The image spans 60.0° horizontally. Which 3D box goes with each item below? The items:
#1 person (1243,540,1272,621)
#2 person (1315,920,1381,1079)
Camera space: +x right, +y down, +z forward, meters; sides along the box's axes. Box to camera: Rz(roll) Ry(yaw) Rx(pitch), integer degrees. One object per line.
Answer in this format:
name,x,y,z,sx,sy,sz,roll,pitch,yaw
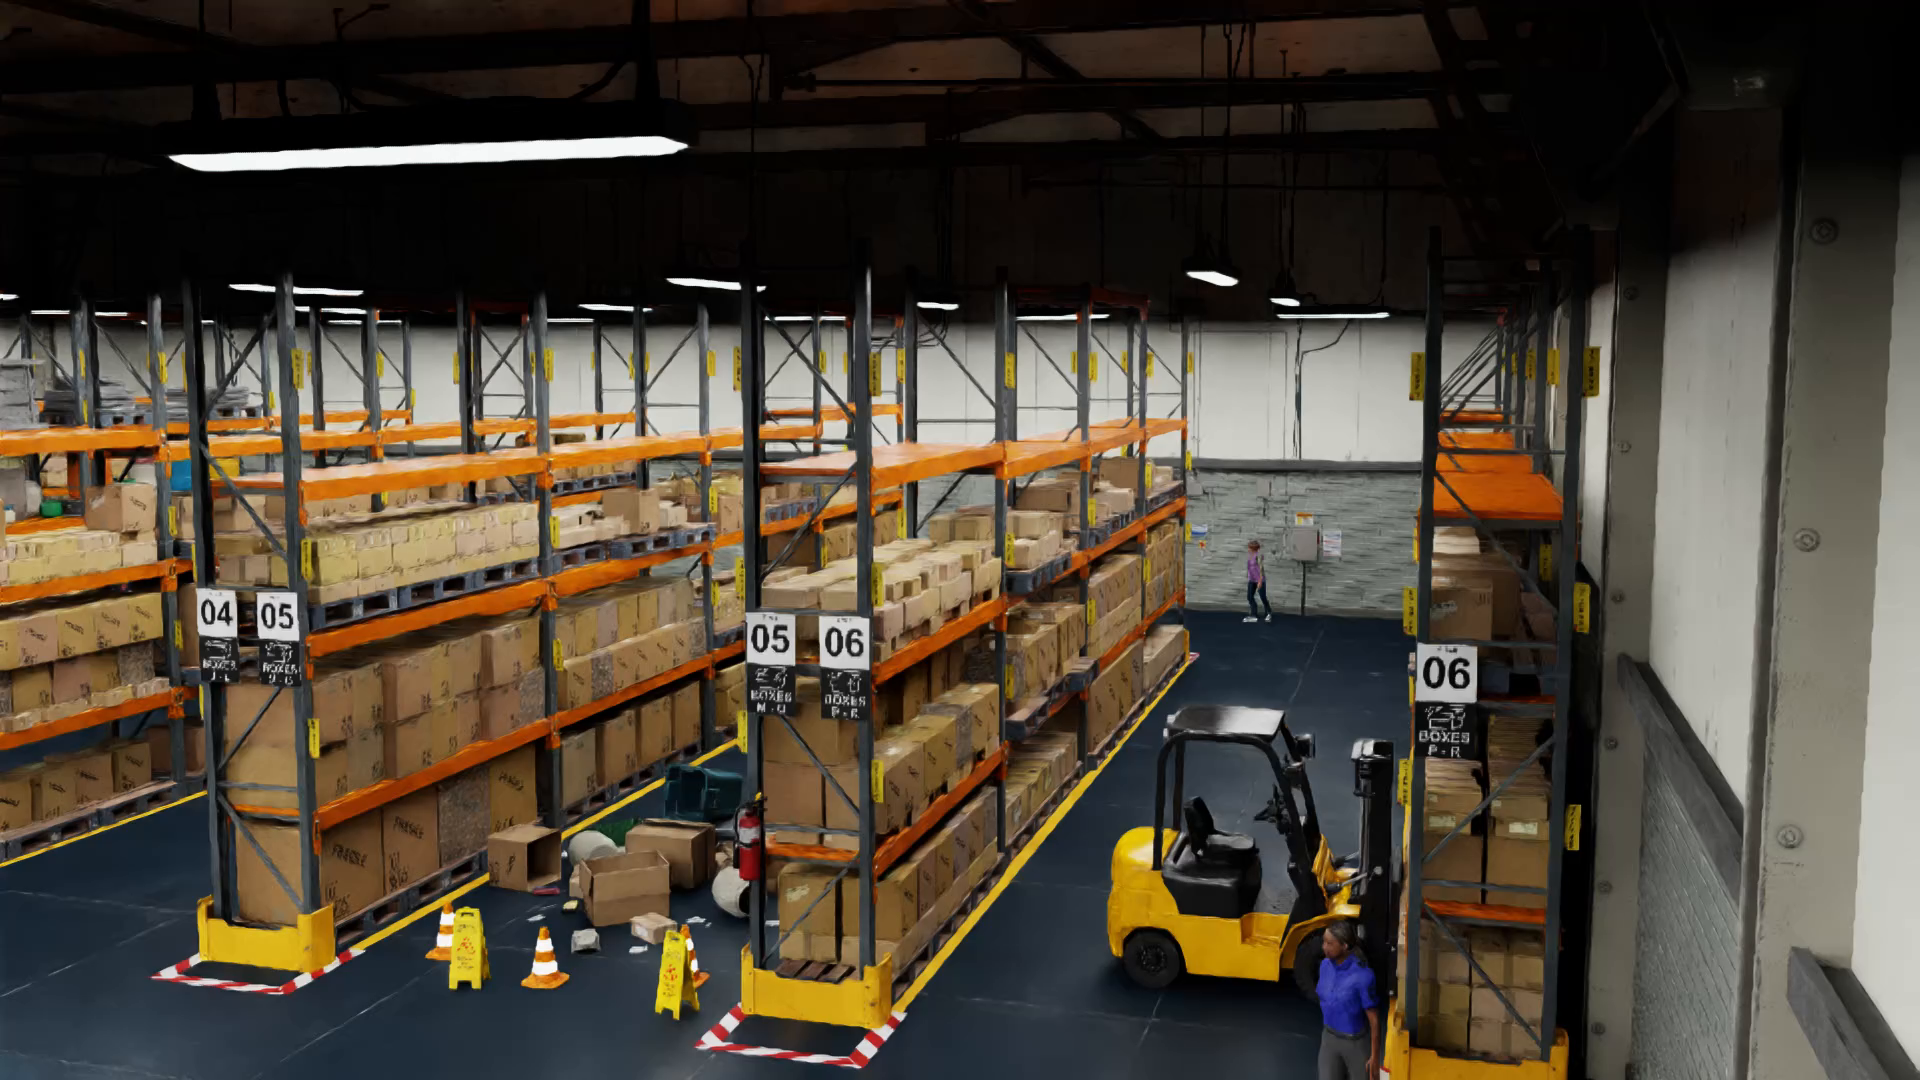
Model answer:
person,5.794,0.779,32.242,0.532,1.586,0.457,-3,7,-22
person,2.515,3.188,10.498,0.551,1.643,0.509,-5,8,-36
